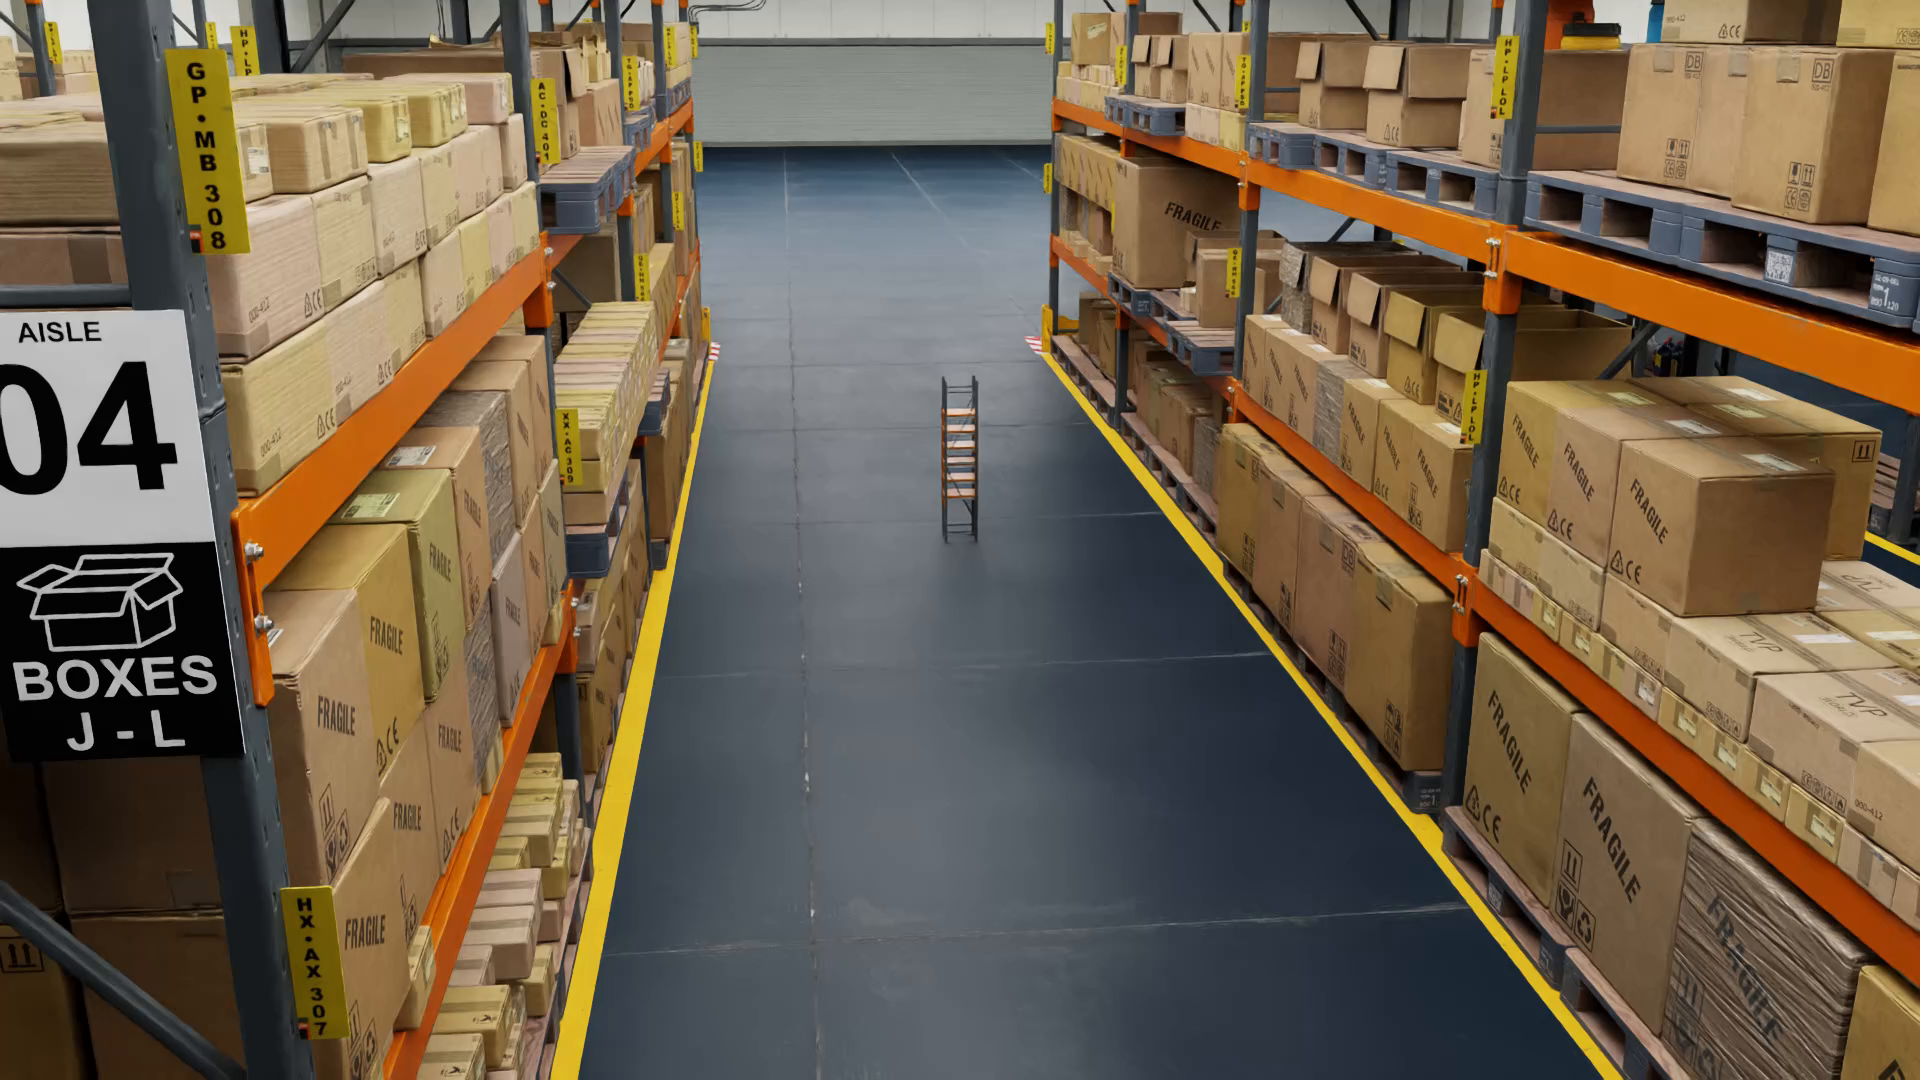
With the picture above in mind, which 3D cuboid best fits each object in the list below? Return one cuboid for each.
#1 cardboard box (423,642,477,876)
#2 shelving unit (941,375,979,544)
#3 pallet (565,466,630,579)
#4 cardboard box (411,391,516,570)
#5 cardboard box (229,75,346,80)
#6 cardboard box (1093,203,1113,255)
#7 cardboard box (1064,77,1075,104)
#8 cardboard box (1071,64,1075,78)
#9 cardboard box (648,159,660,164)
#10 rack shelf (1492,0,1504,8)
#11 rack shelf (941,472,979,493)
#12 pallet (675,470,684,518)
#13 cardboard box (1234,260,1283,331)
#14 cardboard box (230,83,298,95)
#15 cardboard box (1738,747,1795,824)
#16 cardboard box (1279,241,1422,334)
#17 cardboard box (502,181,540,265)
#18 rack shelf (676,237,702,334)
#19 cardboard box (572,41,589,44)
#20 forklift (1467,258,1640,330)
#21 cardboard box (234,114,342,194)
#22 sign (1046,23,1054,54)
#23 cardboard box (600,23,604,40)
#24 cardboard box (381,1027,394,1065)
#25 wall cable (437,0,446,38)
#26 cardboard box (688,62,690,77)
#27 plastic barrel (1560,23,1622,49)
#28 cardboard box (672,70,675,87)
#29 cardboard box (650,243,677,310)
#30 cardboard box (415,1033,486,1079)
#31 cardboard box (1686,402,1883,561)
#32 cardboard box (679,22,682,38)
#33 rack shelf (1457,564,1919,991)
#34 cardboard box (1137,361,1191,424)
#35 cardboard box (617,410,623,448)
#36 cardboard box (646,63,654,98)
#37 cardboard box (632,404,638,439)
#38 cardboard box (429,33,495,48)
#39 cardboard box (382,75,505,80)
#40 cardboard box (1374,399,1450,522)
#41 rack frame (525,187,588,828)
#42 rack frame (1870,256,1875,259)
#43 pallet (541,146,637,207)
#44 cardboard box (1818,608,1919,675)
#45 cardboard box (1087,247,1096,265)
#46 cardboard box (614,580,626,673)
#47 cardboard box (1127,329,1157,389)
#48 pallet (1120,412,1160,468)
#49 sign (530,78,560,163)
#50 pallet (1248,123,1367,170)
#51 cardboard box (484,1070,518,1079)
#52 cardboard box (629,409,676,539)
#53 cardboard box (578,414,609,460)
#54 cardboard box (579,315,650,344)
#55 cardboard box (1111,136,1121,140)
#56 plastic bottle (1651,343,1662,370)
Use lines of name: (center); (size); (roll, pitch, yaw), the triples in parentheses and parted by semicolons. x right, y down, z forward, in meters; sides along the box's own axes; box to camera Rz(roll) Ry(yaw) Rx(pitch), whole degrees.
cardboard box: (-1.657, 0.598, 4.600); (0.500, 0.500, 0.500); (-2, 17, -5)
shelving unit: (-0.002, -0.577, 12.011); (0.258, 1.200, 0.189); (-2, 18, -6)
pallet: (-2.113, -0.097, 7.799); (1.003, 0.211, 1.213); (-2, 18, -6)
cardboard box: (-1.764, -0.185, 5.425); (0.500, 0.500, 0.500); (-1, 17, -4)
cardboard box: (-2.395, -1.568, 5.908); (0.380, 0.149, 0.250); (-3, 18, -8)
cardboard box: (1.786, -3.085, 16.331); (0.875, 0.500, 0.500); (-2, 18, -6)
cardboard box: (1.379, -4.709, 17.412); (0.500, 0.250, 0.500); (-2, 18, -7)
cardboard box: (1.362, -4.880, 17.291); (0.380, 0.149, 0.250); (-1, 17, -3)
cardboard box: (-3.181, -3.198, 15.302); (0.875, 0.550, 0.550); (-2, 18, -6)
rack shelf: (6.660, -5.540, 16.669); (1.077, 0.370, 4.000); (-2, 18, -6)
rack shelf: (-0.001, -0.420, 12.060); (0.258, 0.103, 0.180); (-2, 18, -6)
pallet: (-2.721, -0.418, 13.155); (1.003, 0.211, 1.213); (-2, 18, -6)
cardboard box: (2.257, -1.679, 11.649); (0.500, 0.500, 0.500); (-4, 18, -12)
cardboard box: (-2.284, -1.340, 5.181); (0.380, 0.149, 0.250); (-2, 18, -7)
cardboard box: (2.679, 0.755, 5.185); (0.380, 0.149, 0.250); (-2, 18, -5)
cardboard box: (2.411, -1.579, 10.358); (0.797, 0.503, 0.637); (-1, 17, -4)
cardboard box: (-1.860, -1.178, 6.165); (0.500, 0.250, 0.500); (-1, 17, -4)
rack shelf: (-3.211, -2.593, 16.628); (1.077, 0.370, 4.000); (-2, 18, -6)
cardboard box: (-3.311, -4.228, 14.515); (0.500, 0.250, 0.500); (-2, 18, -6)
forklift: (5.008, -2.026, 13.737); (3.031, 2.935, 1.130); (-7, 19, -22)
cardboard box: (-1.537, -0.816, 3.511); (0.380, 0.149, 0.250); (-2, 18, -6)
sign: (0.987, -5.486, 18.177); (0.100, 0.325, 0.005); (-2, 18, -6)
cardboard box: (-3.436, -4.603, 15.045); (0.380, 0.149, 0.250); (-1, 17, -5)
cardboard box: (-1.541, 1.174, 3.849); (0.380, 0.149, 0.250); (-1, 17, -4)
wall cable: (-16.174, -14.196, 47.556); (3.097, 2.526, 0.112); (-2, 18, -6)
cardboard box: (-2.993, -4.851, 17.164); (0.380, 0.149, 0.250); (-2, 17, -5)
plastic barrel: (6.698, -5.193, 17.688); (0.600, 0.588, 0.600); (0, 17, 0)
cardboard box: (-2.732, -4.095, 14.758); (0.380, 0.149, 0.250); (-2, 18, -5)
cardboard box: (-2.685, -2.240, 14.139); (0.500, 0.500, 0.500); (-2, 18, -6)
cardboard box: (-1.657, 1.633, 5.033); (0.380, 0.149, 0.250); (-1, 17, -3)
cardboard box: (3.126, -0.230, 6.403); (0.500, 0.500, 0.500); (-2, 18, -5)
cardboard box: (-2.887, -4.927, 16.076); (0.380, 0.149, 0.250); (-2, 18, -5)
rack shelf: (2.971, 0.860, 5.633); (1.077, 0.370, 4.000); (-2, 18, -6)
cardboard box: (1.982, -1.297, 14.738); (0.700, 0.500, 0.500); (-3, 18, -10)
cardboard box: (-1.845, -0.542, 8.117); (0.380, 0.149, 0.250); (-3, 18, -8)
cardboard box: (-2.658, -3.586, 12.968); (0.500, 0.250, 0.500); (-2, 18, -6)
cardboard box: (-1.925, -0.633, 8.902); (0.380, 0.149, 0.250); (-3, 18, -8)
cardboard box: (-2.771, -2.710, 9.347); (0.396, 0.266, 0.258); (-2, 18, -6)
cardboard box: (-1.838, -1.581, 5.949); (0.380, 0.149, 0.250); (-1, 17, -4)
cardboard box: (2.401, -0.406, 8.295); (0.500, 0.500, 0.500); (-1, 17, -4)
rack frame: (-2.179, 0.044, 7.031); (1.000, 3.000, 0.127); (-2, 18, -6)
rack frame: (11.381, -3.960, 19.782); (1.000, 3.000, 0.127); (-2, 18, -6)
pallet: (-2.247, -1.794, 8.190); (1.213, 0.211, 1.003); (-2, 18, -6)
cardboard box: (3.229, 0.431, 5.551); (0.500, 0.250, 0.500); (-2, 18, -7)
cardboard box: (1.485, -2.846, 16.652); (0.380, 0.149, 0.250); (-2, 18, -6)
cardboard box: (-2.115, 0.494, 9.067); (0.500, 0.500, 0.500); (-1, 17, -5)
cardboard box: (1.871, -1.762, 16.253); (0.500, 0.500, 0.500); (4, 18, 12)
pallet: (2.021, -0.901, 14.694); (1.003, 0.211, 1.213); (-2, 18, -6)
sign: (-1.640, -1.653, 6.565); (0.100, 0.325, 0.005); (-2, 18, -6)
pallet: (2.471, -2.422, 10.192); (1.213, 0.211, 1.003); (-1, 17, -3)
cardboard box: (-1.621, 1.850, 5.334); (0.380, 0.149, 0.250); (-3, 18, -8)
cardboard box: (-2.565, -0.459, 11.687); (1.050, 0.750, 0.750); (-2, 18, -6)
cardboard box: (-1.762, -0.452, 7.335); (0.380, 0.149, 0.250); (-1, 17, -3)
cardboard box: (-2.034, -1.228, 9.805); (0.380, 0.149, 0.250); (-1, 17, -4)
cardboard box: (1.887, -4.016, 17.630); (0.500, 0.500, 0.500); (-2, 18, -6)
plastic bottle: (7.124, -1.876, 16.967); (0.097, 0.271, 0.097); (0, 17, 0)
